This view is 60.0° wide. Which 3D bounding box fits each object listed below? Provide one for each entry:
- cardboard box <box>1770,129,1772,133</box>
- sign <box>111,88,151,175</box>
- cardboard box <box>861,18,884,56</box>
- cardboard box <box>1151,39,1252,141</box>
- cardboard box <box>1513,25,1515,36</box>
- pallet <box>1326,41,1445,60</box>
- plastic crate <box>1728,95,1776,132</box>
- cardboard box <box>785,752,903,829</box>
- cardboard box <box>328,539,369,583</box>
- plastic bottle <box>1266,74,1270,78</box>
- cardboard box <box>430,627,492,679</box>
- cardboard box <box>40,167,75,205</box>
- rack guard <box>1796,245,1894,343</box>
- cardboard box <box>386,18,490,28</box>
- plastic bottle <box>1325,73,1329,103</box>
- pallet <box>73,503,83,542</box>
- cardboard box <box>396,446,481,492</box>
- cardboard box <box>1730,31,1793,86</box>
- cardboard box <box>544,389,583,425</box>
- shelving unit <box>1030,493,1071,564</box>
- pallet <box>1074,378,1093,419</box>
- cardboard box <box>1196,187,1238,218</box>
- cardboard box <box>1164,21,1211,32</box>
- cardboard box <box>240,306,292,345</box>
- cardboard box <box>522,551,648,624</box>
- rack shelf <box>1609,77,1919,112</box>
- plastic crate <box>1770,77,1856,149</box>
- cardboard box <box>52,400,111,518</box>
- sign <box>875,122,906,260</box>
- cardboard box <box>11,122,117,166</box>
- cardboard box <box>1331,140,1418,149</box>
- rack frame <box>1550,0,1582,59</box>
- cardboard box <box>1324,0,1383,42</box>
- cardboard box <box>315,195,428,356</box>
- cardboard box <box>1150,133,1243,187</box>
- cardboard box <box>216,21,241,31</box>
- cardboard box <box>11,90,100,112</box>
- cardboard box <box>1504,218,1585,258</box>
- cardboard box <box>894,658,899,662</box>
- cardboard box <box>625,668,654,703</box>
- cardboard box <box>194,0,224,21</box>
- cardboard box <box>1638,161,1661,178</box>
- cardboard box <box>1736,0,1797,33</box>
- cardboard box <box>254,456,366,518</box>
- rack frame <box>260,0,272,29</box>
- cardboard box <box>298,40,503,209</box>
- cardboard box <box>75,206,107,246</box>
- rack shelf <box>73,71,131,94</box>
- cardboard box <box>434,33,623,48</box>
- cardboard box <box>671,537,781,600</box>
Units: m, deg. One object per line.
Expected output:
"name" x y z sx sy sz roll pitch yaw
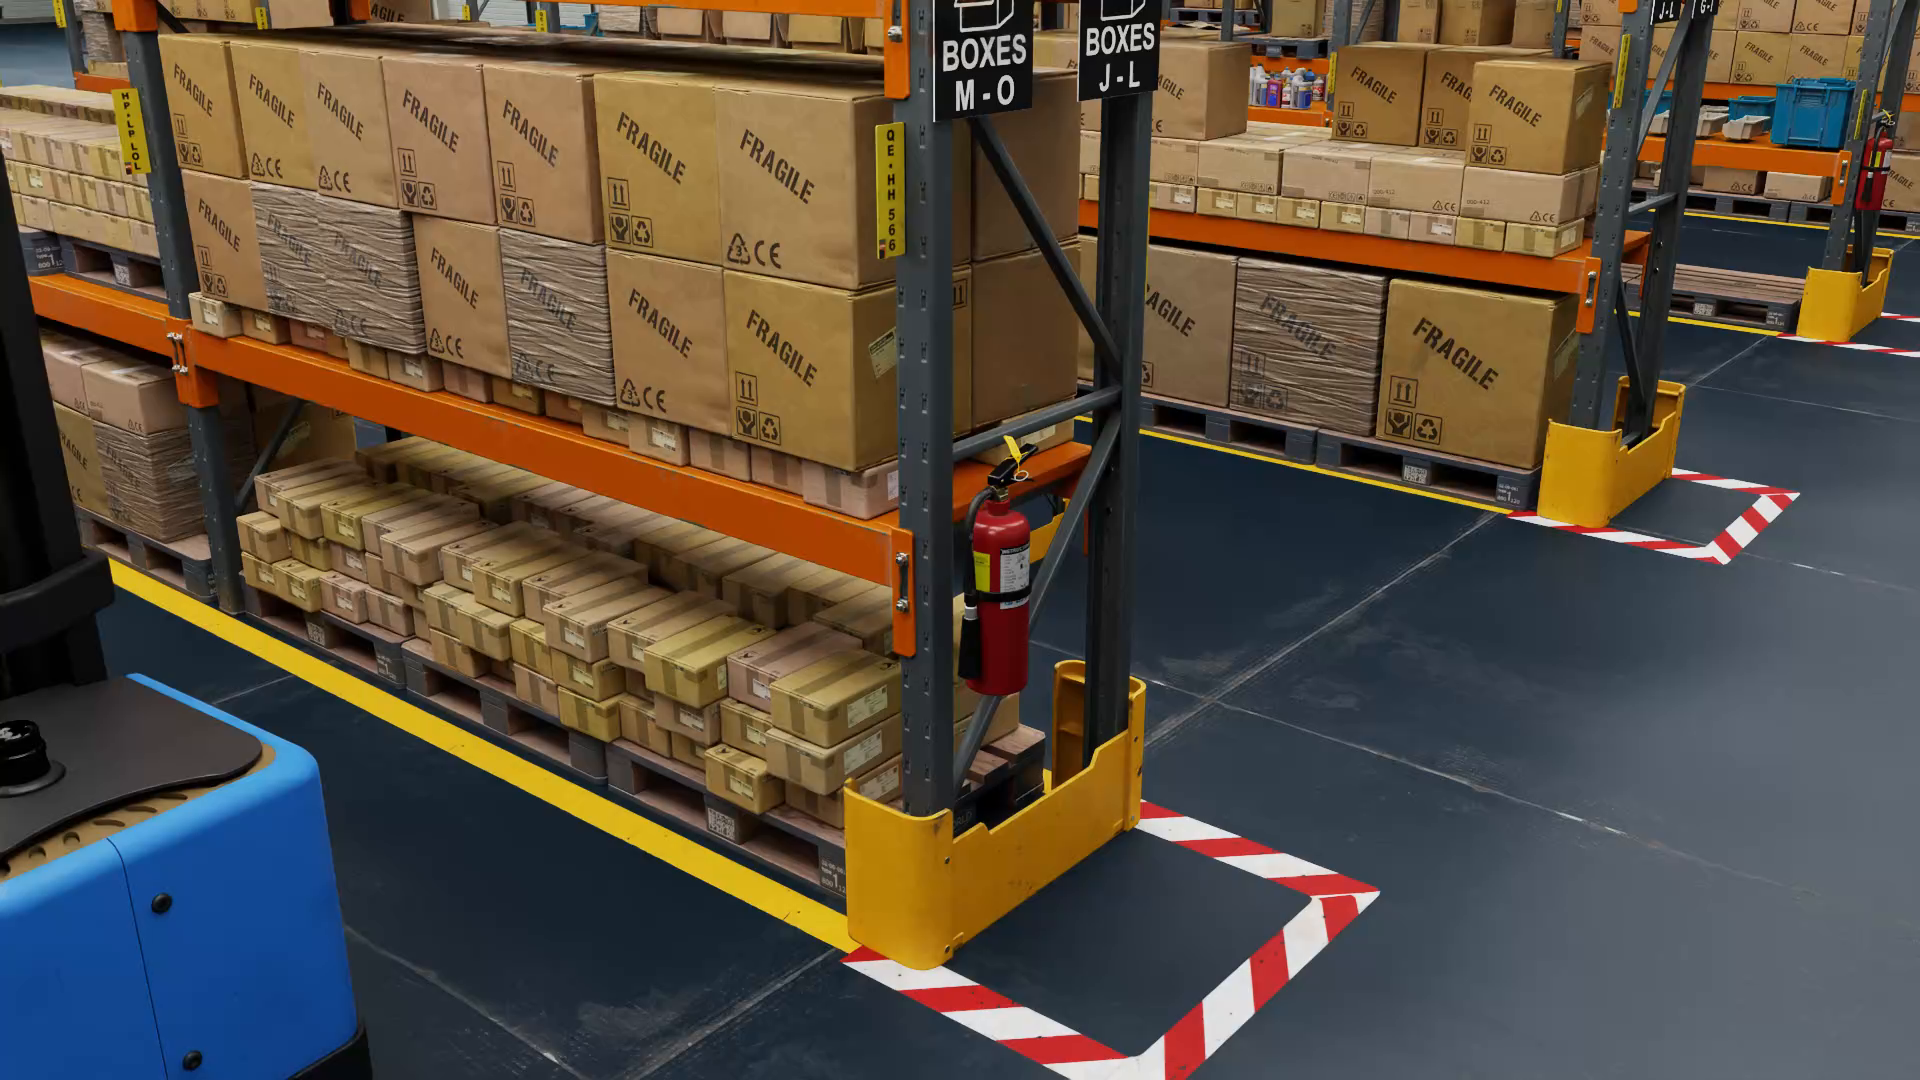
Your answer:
"cardboard box" 10.608 -5.328 20.994 0.500 0.500 0.700 16 26 36
"sign" -3.252 -1.603 6.527 0.005 0.325 0.100 16 26 36
"cardboard box" -0.189 -3.203 10.849 0.637 0.503 0.797 15 25 35
"cardboard box" 1.303 -2.563 9.443 0.500 0.500 0.500 15 25 35
"cardboard box" 7.731 -6.977 22.747 0.250 0.149 0.380 17 26 37
"pallet" 4.988 -5.624 19.103 1.213 0.211 1.003 16 26 36
"plastic crate" 6.048 -3.250 12.688 0.300 0.233 0.416 16 26 36
"cardboard box" -0.345 0.756 5.358 0.250 0.149 0.380 17 26 37
"cardboard box" -2.361 0.029 6.863 0.250 0.149 0.380 16 26 36
"plastic bottle" 2.818 -4.174 15.267 0.097 0.201 0.097 0 21 0
"cardboard box" -1.794 0.371 6.378 0.250 0.149 0.380 15 25 35
"cardboard box" -3.947 -1.641 7.608 0.250 0.149 0.380 15 25 35
"rack guard" 6.568 -1.837 12.331 0.348 0.500 1.175 16 26 36
"cardboard box" -4.486 -4.215 14.353 0.797 0.503 0.637 -19 28 -41
"plastic bottle" 3.343 -4.054 14.738 0.185 0.351 0.144 16 26 36
"pallet" -4.457 -0.354 8.809 1.213 0.211 1.003 16 26 36
"cardboard box" -2.241 -0.300 7.315 0.250 0.149 0.380 16 26 37
"cardboard box" 7.980 -4.774 16.435 0.500 0.500 0.500 16 26 36
"cardboard box" -1.178 -0.511 5.627 0.250 0.149 0.380 15 25 34
"shelving unit" -0.059 -0.719 7.949 1.083 1.500 0.587 16 26 36
"pallet" 0.850 -1.051 10.657 1.213 0.211 1.003 16 26 36
"cardboard box" 1.538 -1.925 9.378 0.250 0.149 0.380 15 25 35
"cardboard box" 2.908 -6.357 20.902 0.500 0.311 0.500 16 26 36
"cardboard box" -2.644 -0.906 6.676 0.250 0.149 0.380 17 27 38
"cardboard box" -1.353 0.185 6.028 0.250 0.149 0.380 15 25 35
"rack shelf" 8.127 -4.471 16.794 4.000 0.370 1.077 16 26 36
"plastic crate" 6.164 -3.077 11.941 0.499 0.435 0.616 16 26 36
"cardboard box" -4.034 -0.451 8.062 0.500 0.500 0.500 15 26 35
"sign" -0.171 -0.864 4.119 0.005 0.325 0.100 16 26 36
"cardboard box" -4.138 -1.839 7.713 0.250 0.149 0.380 15 25 35
"cardboard box" 2.414 -2.132 9.361 0.500 0.250 0.500 15 25 35
"rack frame" 6.577 -5.254 17.850 0.127 3.000 1.000 16 26 36
"cardboard box" 4.625 -6.024 19.155 0.700 0.500 0.500 -16 26 -37
"cardboard box" -1.924 -0.990 5.978 0.500 0.500 0.500 15 26 35
"cardboard box" 1.296 -2.213 9.577 0.500 0.250 0.500 17 26 38
"cardboard box" -6.562 -4.756 15.967 0.500 0.500 0.875 16 26 36
"cardboard box" -4.937 -2.364 9.105 0.250 0.149 0.380 17 27 38
"cardboard box" 2.925 -1.527 8.321 0.250 0.149 0.380 17 26 37
"cardboard box" -0.225 0.413 5.845 0.250 0.149 0.380 16 26 36
"cardboard box" -0.941 0.434 5.791 0.250 0.149 0.380 16 26 36
"cardboard box" -6.798 -5.122 15.519 0.500 0.500 0.500 16 26 36
"cardboard box" 7.527 -4.009 17.966 0.250 0.149 0.380 16 26 36
"cardboard box" 7.963 -5.242 16.259 0.500 0.500 0.500 17 27 38
"cardboard box" -2.768 -0.221 7.106 0.250 0.149 0.380 17 27 38
"rack frame" -5.887 -4.332 15.404 0.127 3.000 1.000 16 26 36
"cardboard box" -1.926 -1.468 5.829 0.500 0.500 0.500 17 26 37
"cardboard box" -3.730 -1.441 7.499 0.250 0.149 0.380 16 26 36
"rack shelf" -7.437 -4.441 16.715 4.000 0.370 1.077 16 26 36
"cardboard box" -1.577 -1.605 6.192 0.500 0.500 0.500 17 26 38
"cardboard box" -0.853 0.111 6.225 0.250 0.149 0.380 17 27 38
